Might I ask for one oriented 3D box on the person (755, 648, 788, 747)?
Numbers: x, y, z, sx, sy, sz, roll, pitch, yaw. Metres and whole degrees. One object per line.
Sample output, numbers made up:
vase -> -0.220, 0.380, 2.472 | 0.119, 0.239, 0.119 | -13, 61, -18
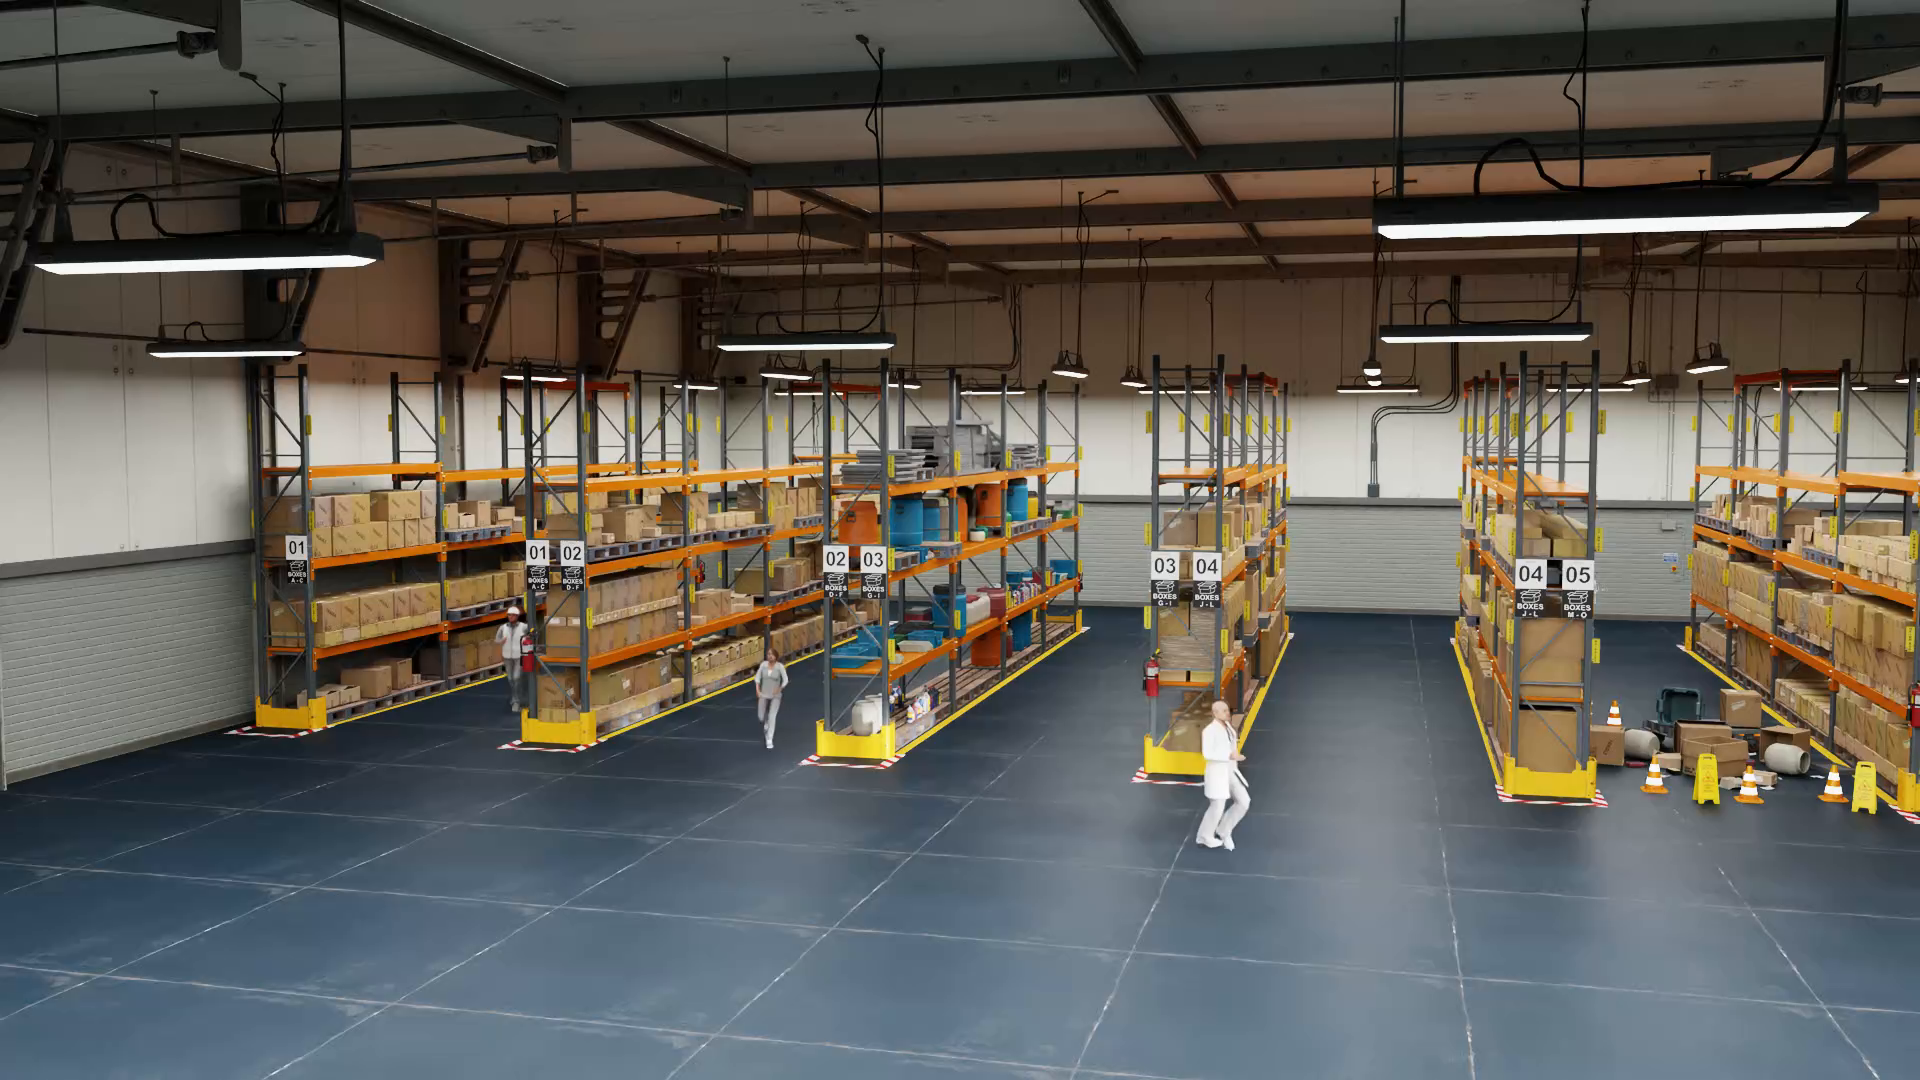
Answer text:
person -> -2.951, 2.453, 25.985 | 0.547, 1.549, 0.565 | 0, 4, 6

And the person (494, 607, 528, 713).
person -> -7.856, 2.083, 29.340 | 0.638, 1.828, 0.829 | 0, 4, 3

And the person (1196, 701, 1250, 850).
person -> 3.112, 2.779, 19.531 | 0.669, 1.777, 0.754 | -4, 5, -44
